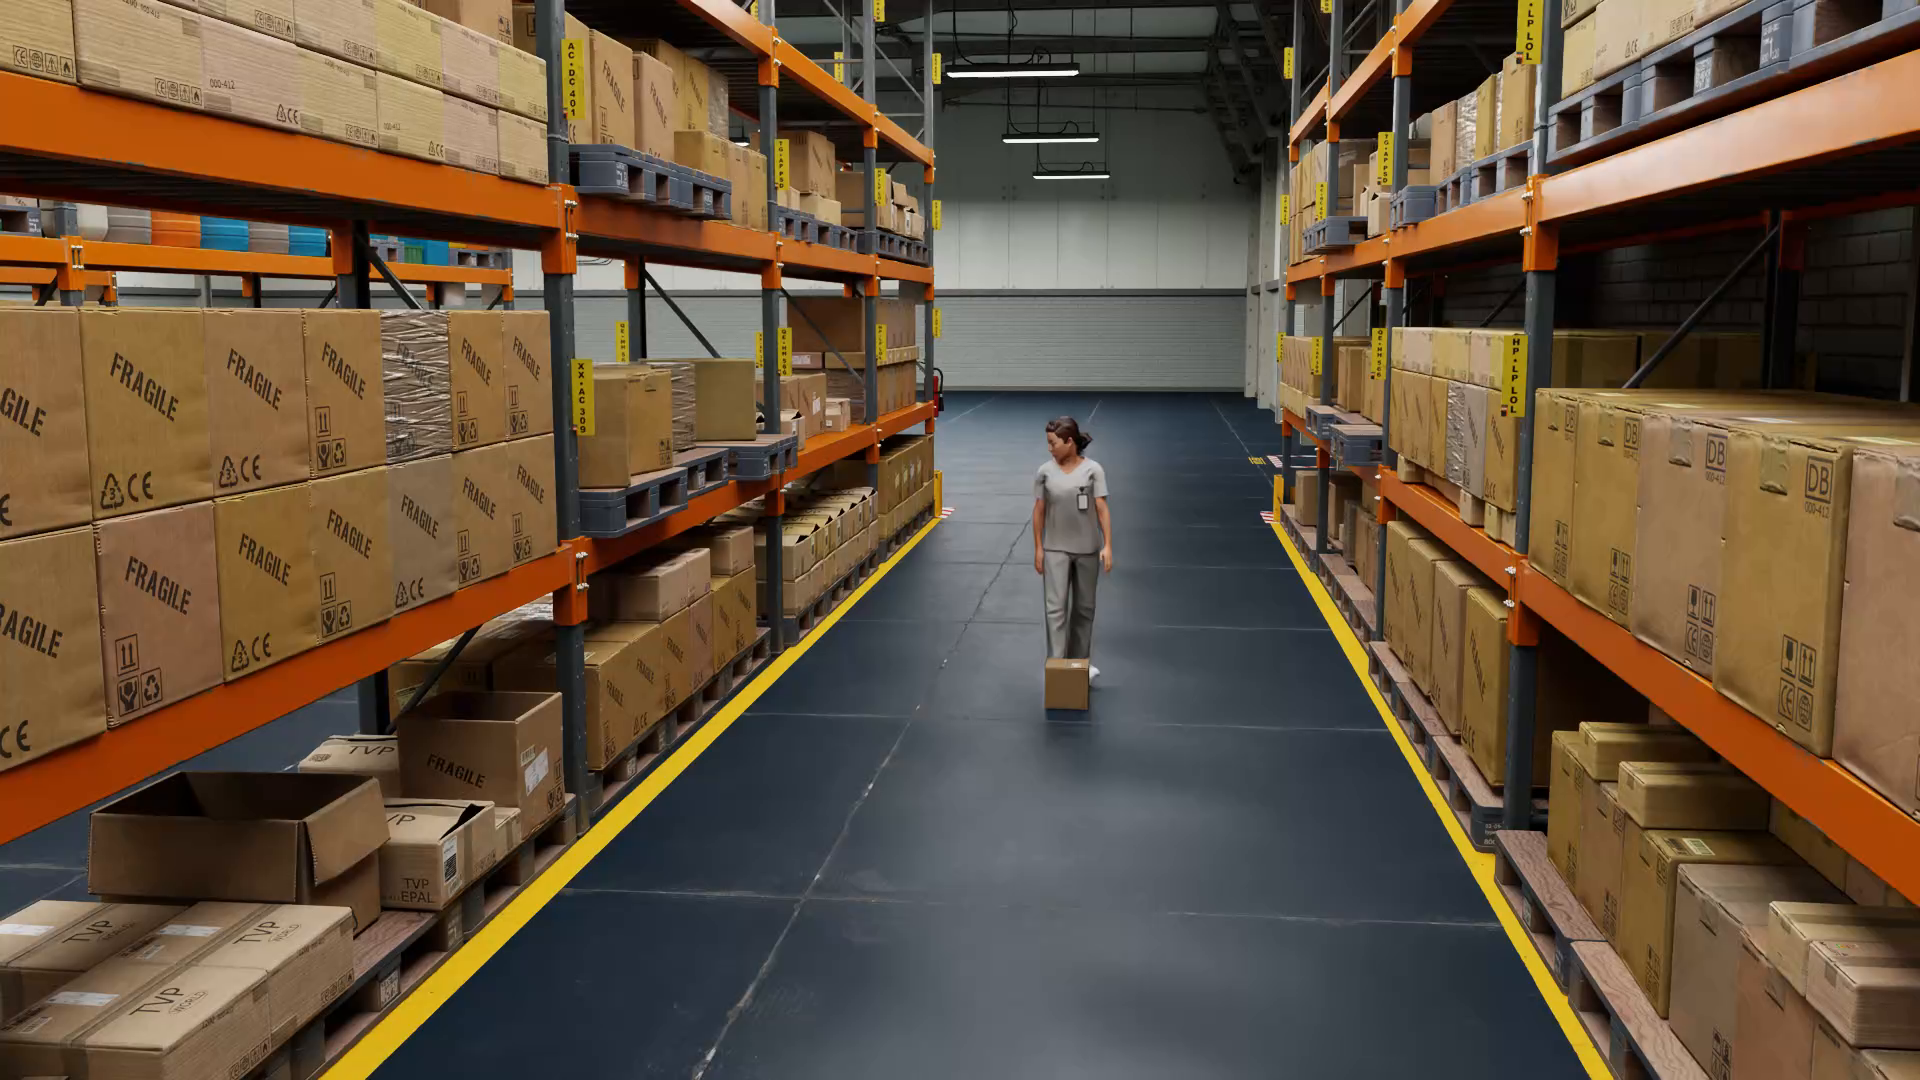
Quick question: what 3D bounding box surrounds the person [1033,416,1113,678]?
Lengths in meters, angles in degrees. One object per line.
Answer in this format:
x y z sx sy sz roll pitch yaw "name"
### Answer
0.687 0.077 10.135 0.475 1.661 0.762 0 8 0 "person"
